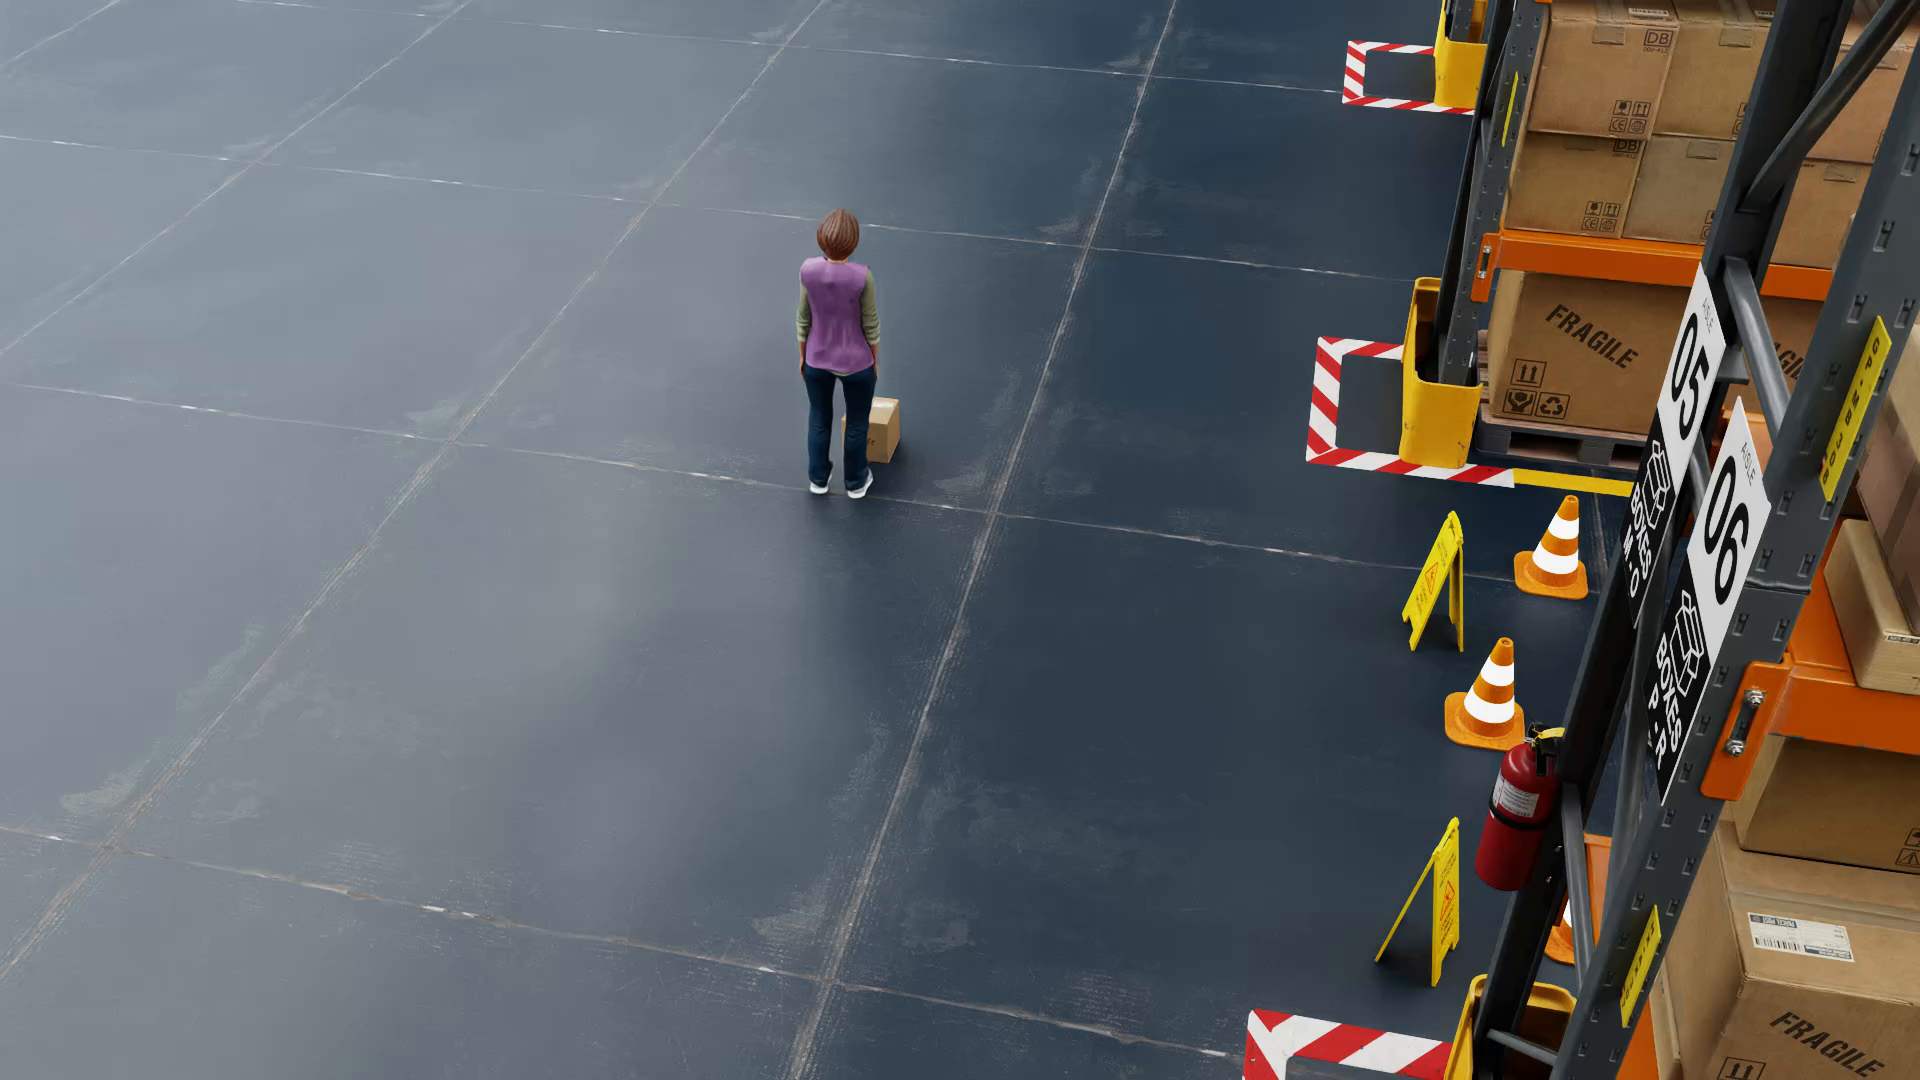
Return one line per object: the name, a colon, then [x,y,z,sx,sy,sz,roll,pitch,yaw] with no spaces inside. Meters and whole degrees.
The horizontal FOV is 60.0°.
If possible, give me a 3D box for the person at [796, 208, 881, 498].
person: [-0.578,-0.886,8.130,0.440,1.613,0.384,9,38,11]
